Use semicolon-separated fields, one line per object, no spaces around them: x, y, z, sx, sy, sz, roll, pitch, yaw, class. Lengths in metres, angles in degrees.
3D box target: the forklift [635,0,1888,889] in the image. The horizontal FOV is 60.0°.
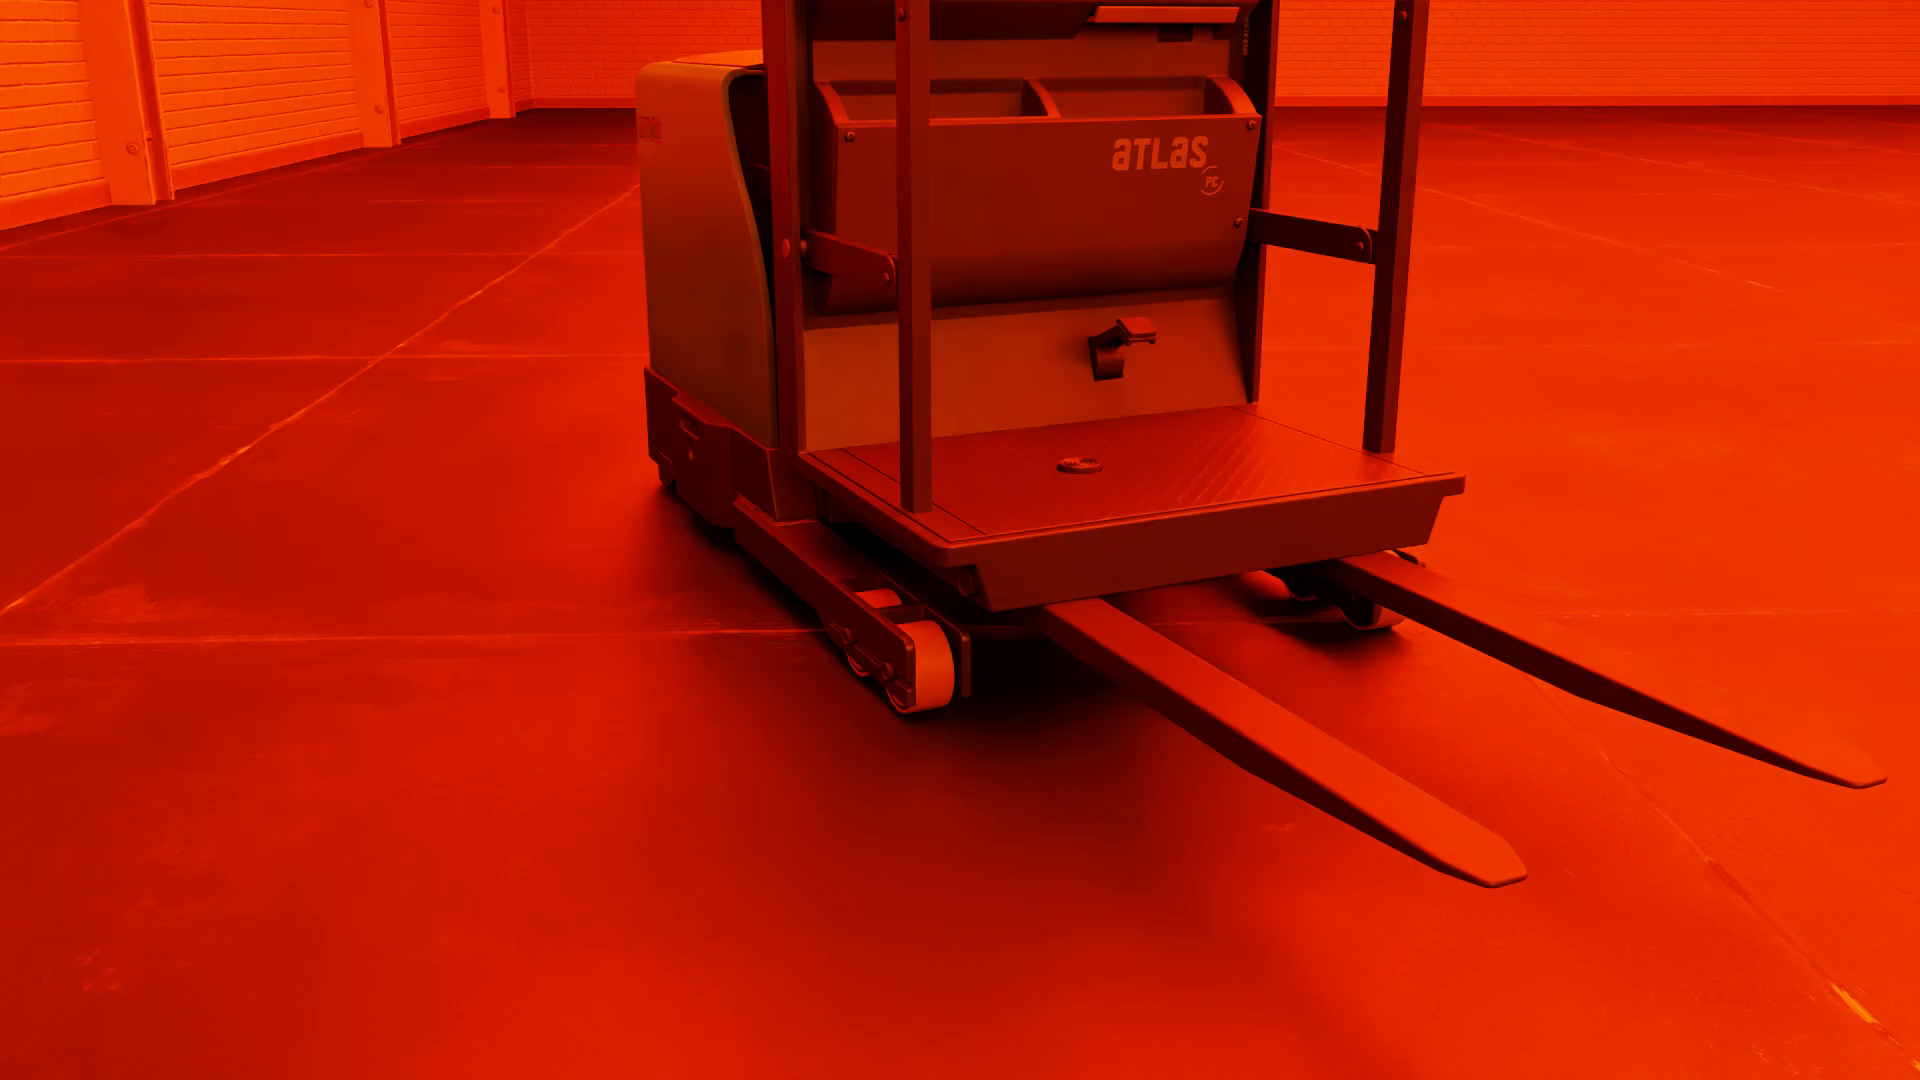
0.258;-1.240;2.962;1.130;2.935;3.031;-8;19;-24;forklift
